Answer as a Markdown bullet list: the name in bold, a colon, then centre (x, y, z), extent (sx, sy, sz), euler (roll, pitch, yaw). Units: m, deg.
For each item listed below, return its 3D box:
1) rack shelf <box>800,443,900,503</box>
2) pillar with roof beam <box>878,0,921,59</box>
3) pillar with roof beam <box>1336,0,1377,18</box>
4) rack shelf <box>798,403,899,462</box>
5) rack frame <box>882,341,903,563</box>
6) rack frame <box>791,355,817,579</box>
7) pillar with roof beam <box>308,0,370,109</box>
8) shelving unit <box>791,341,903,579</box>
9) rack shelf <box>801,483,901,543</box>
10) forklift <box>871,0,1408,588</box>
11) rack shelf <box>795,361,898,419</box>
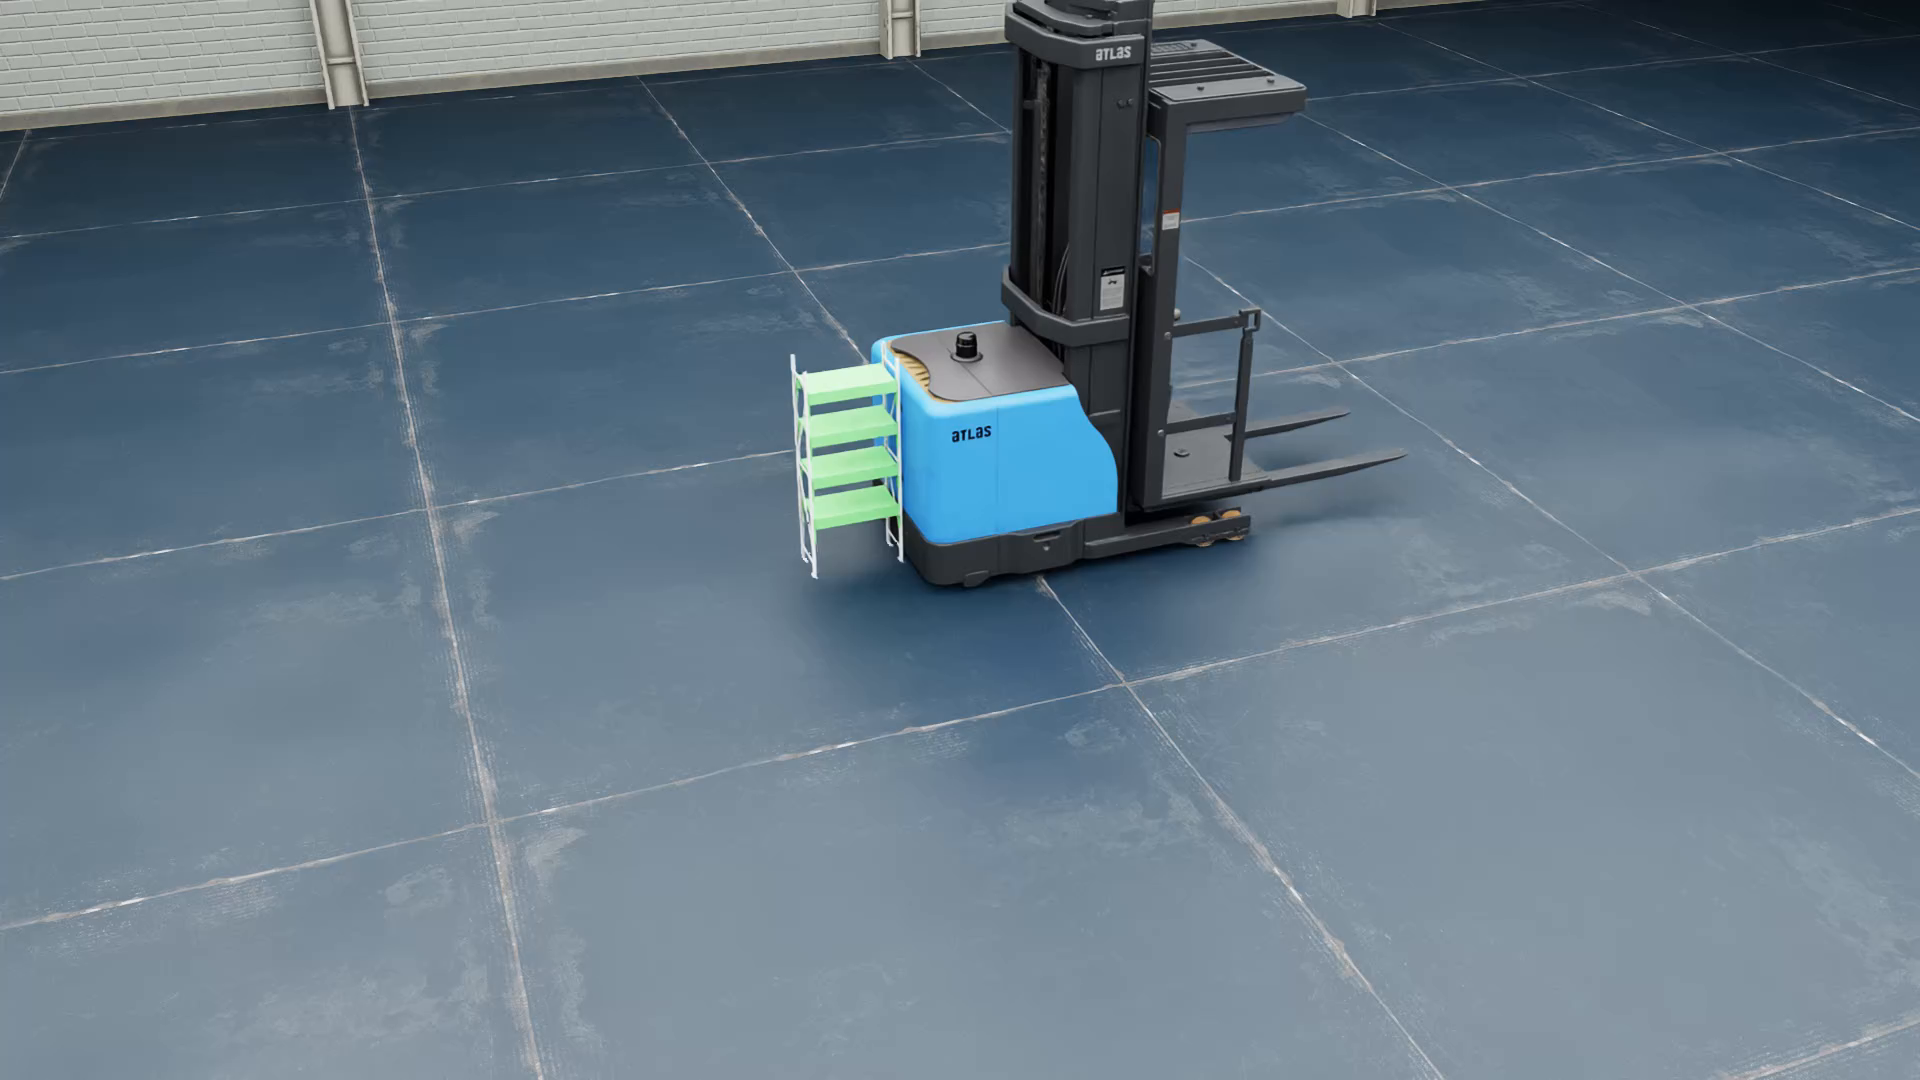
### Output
- **rack shelf**: centre (-0.586, -0.356, 8.792), extent (0.480, 0.148, 0.258), euler (-11, 31, -18)
- **pillar with roof beam**: centre (0.819, -7.449, 13.234), extent (0.400, 9.000, 9.100), euler (-10, 31, -18)
- **pillar with roof beam**: centre (6.442, -8.485, 15.052), extent (0.400, 9.000, 9.100), euler (-10, 31, -18)
- **rack shelf**: centre (-0.586, -0.565, 8.673), extent (0.480, 0.148, 0.258), euler (-11, 31, -18)
- **rack frame**: centre (-0.358, -0.455, 8.836), extent (0.015, 1.200, 0.240), euler (-11, 31, -18)
- **rack frame**: centre (-0.814, -0.369, 8.685), extent (0.015, 1.200, 0.240), euler (-11, 31, -18)
- **pillar with roof beam**: centre (-4.805, -6.413, 11.416), extent (0.400, 9.000, 9.100), euler (-10, 31, -18)
- **shelving unit**: centre (-0.586, -0.412, 8.760), extent (0.503, 1.200, 0.258), euler (-11, 31, -18)
- **rack shelf**: centre (-0.586, -0.148, 8.911), extent (0.480, 0.148, 0.258), euler (-11, 31, -18)
- **forklift**: centre (1.078, -1.468, 8.867), extent (3.031, 2.935, 1.130), euler (-11, 31, -18)
- **rack shelf**: centre (-0.586, -0.773, 8.554), extent (0.480, 0.148, 0.258), euler (-11, 31, -18)
